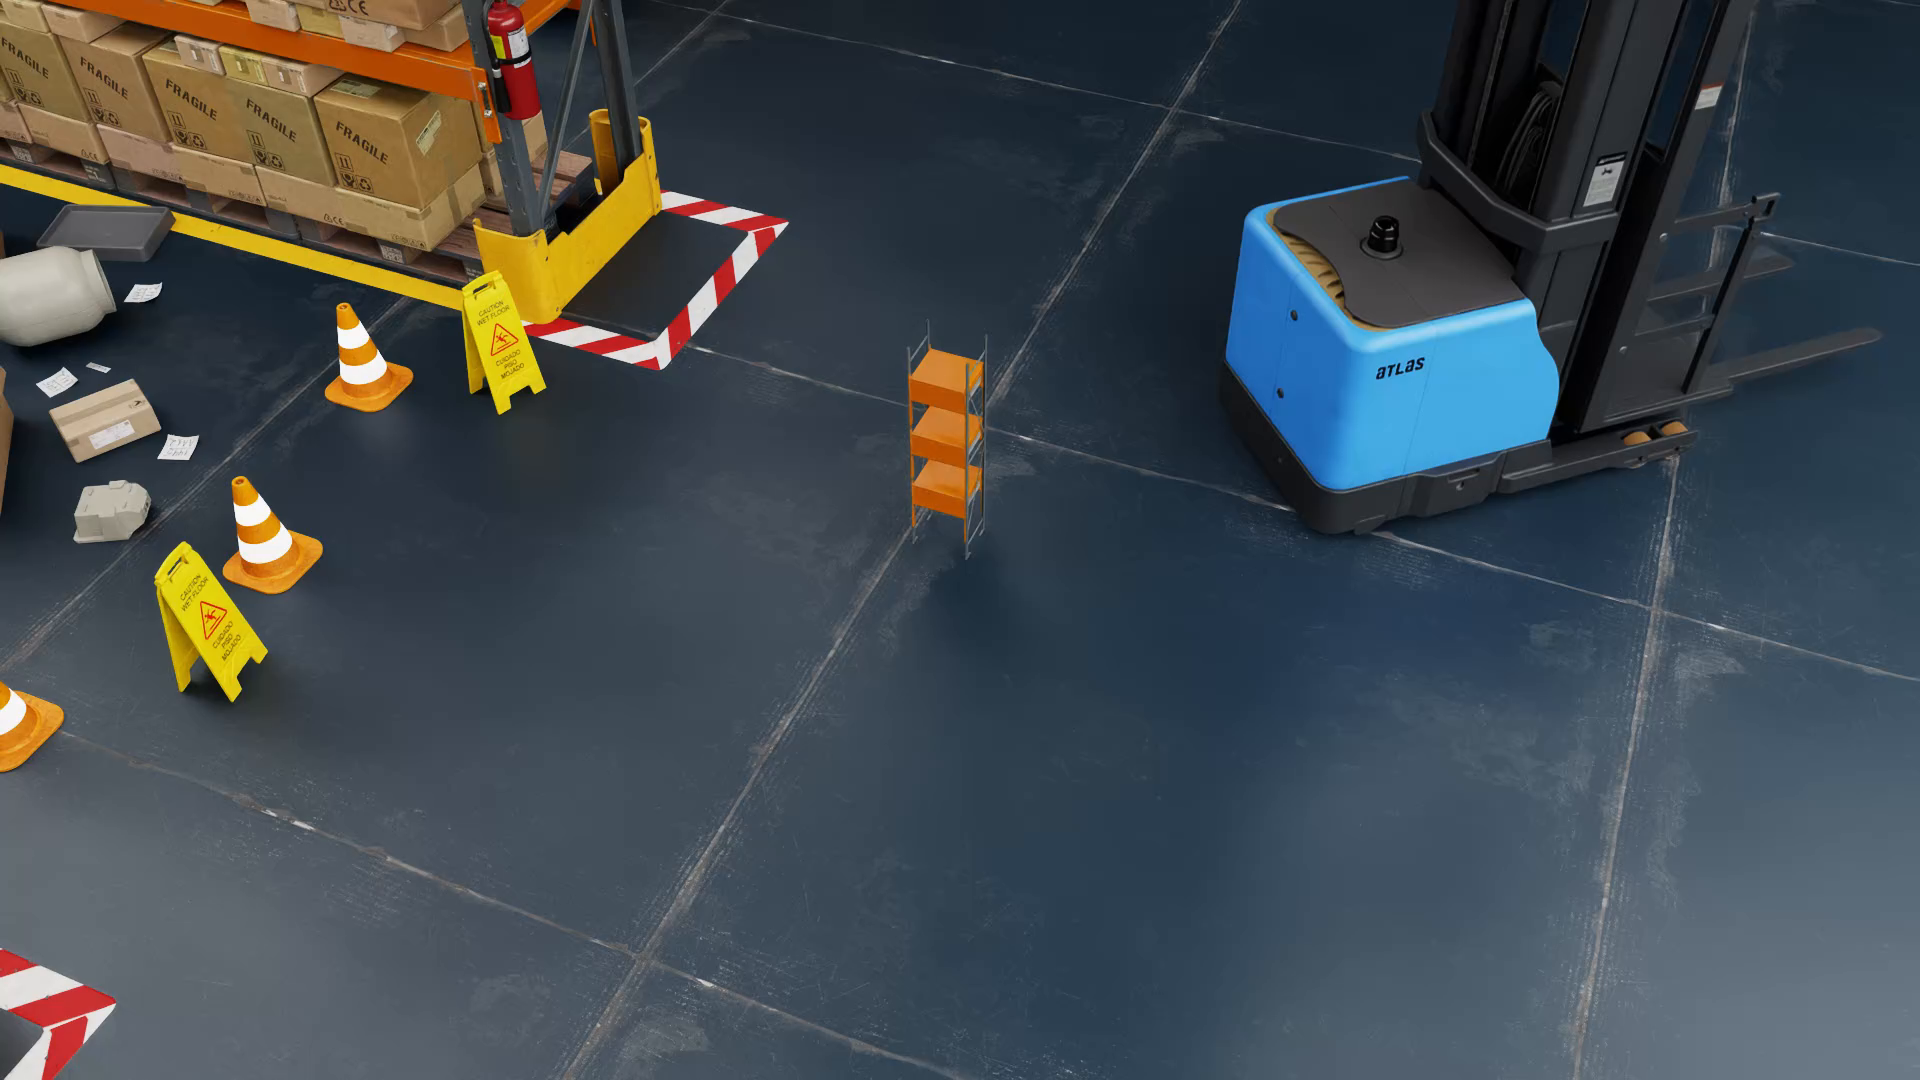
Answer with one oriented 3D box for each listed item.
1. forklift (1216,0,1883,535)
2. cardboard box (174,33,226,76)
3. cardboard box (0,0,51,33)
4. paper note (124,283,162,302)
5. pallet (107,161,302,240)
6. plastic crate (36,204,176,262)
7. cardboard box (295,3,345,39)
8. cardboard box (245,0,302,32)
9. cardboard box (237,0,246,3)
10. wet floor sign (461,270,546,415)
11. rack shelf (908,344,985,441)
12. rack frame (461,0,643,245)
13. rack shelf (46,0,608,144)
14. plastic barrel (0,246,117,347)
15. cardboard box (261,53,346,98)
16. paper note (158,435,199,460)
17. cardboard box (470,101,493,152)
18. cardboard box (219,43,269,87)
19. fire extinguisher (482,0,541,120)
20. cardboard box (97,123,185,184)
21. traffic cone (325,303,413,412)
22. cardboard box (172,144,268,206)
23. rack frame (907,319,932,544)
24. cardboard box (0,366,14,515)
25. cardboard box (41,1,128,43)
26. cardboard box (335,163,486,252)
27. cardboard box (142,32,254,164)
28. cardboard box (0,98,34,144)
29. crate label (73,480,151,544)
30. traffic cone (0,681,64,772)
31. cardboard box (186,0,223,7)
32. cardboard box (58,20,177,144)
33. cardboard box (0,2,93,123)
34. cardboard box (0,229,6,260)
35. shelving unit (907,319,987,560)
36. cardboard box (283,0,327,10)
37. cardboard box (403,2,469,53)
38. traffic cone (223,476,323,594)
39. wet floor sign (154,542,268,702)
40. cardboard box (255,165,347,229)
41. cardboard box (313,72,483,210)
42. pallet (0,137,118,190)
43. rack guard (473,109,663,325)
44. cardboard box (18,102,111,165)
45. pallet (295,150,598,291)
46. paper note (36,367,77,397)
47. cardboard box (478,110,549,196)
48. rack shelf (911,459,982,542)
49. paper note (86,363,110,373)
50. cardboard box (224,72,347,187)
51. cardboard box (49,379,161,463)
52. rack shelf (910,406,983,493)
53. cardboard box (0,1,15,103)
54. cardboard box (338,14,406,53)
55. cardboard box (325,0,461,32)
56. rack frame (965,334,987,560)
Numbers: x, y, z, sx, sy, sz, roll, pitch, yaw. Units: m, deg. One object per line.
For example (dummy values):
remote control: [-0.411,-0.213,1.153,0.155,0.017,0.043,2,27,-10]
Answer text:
forklift: [2.752,-1.696,6.715,3.031,2.935,1.130,-14,47,-14]
cardboard box: [-3.559,-2.428,8.063,0.250,0.149,0.380,18,48,18]
cardboard box: [-4.565,-2.720,8.357,0.250,0.149,0.380,18,48,17]
paper note: [-4.082,-1.239,8.313,0.148,0.019,0.142,2,45,2]
pallet: [-3.810,-2.120,9.070,1.213,0.211,1.003,16,47,16]
plastic crate: [-4.440,-1.603,8.643,0.583,0.080,0.402,2,45,2]
cardboard box: [-2.814,-2.465,7.618,0.250,0.149,0.380,16,47,15]
cardboard box: [-3.063,-2.515,7.668,0.250,0.149,0.380,17,47,17]
cardboard box: [-3.245,-2.676,7.830,0.250,0.149,0.380,17,47,16]
wet floor sign: [-2.118,-0.929,7.565,0.232,0.644,0.267,33,54,29]
rack shelf: [-0.049,-0.580,6.541,0.240,0.259,0.215,16,47,16]
rack frame: [-1.881,-2.512,7.487,0.127,3.000,1.000,16,47,16]
rack shelf: [-3.727,-2.800,8.286,4.000,0.370,1.077,16,47,16]
plastic barrel: [-4.371,-1.174,7.968,0.512,0.421,0.421,-20,48,-19]
cardboard box: [-3.086,-2.285,7.919,0.250,0.149,0.380,18,48,17]
paper note: [-3.520,-0.420,7.489,0.142,0.019,0.148,2,45,2]
cardboard box: [-2.542,-2.357,8.451,0.500,0.500,0.500,15,47,15]
cardboard box: [-3.317,-2.356,7.990,0.250,0.149,0.380,17,47,16]
fire extinguisher: [-1.953,-2.153,7.181,0.183,0.674,0.296,16,47,16]
cardboard box: [-4.145,-2.156,8.781,0.500,0.250,0.500,16,47,15]
traffic cone: [-2.775,-0.889,7.655,0.334,0.463,0.336,16,47,16]
cardboard box: [-3.691,-2.014,8.639,0.500,0.250,0.500,15,47,14]
rack frame: [-0.162,-0.420,6.767,0.008,1.050,0.200,16,47,16]
cardboard box: [-4.477,-0.456,7.190,0.637,0.503,0.797,-12,46,-12]
cardboard box: [-4.316,-2.649,8.285,0.250,0.149,0.380,19,48,18]
cardboard box: [-2.753,-1.737,8.359,0.500,0.250,0.500,16,47,16]
cardboard box: [-3.667,-2.281,8.374,0.500,0.500,0.500,15,47,15]
cardboard box: [-5.133,-2.436,9.062,0.500,0.250,0.500,14,47,14]
crate label: [-3.638,-0.132,7.125,0.298,0.136,0.250,-5,45,-5]
traffic cone: [-3.637,0.569,6.189,0.334,0.463,0.336,16,47,16]
cardboard box: [-3.516,-2.687,7.841,0.250,0.149,0.380,16,47,15]
cardboard box: [-4.156,-2.422,8.517,0.500,0.500,0.500,19,48,18]
cardboard box: [-4.634,-2.564,8.659,0.500,0.500,0.500,18,48,17]
cardboard box: [-5.108,-1.536,8.276,0.500,0.500,0.500,-20,48,-19]
shelving unit: [-0.049,-0.387,6.733,0.252,1.050,0.215,16,47,16]
cardboard box: [-2.949,-2.760,7.454,0.500,0.500,0.500,17,47,16]
cardboard box: [-2.309,-2.385,7.537,0.250,0.149,0.380,18,48,17]
traffic cone: [-2.889,-0.074,6.836,0.334,0.463,0.336,16,47,16]
wet floor sign: [-2.905,0.292,6.338,0.232,0.644,0.267,9,46,9]
cardboard box: [-3.206,-1.876,8.499,0.500,0.250,0.500,17,47,16]
cardboard box: [-2.721,-1.999,8.092,0.500,0.500,0.500,17,47,16]
pallet: [-4.940,-2.450,9.402,1.213,0.211,1.003,16,47,16]
rack guard: [-1.952,-1.646,8.389,0.348,0.500,1.175,16,47,16]
cardboard box: [-4.636,-2.298,8.924,0.500,0.250,0.500,19,48,18]
pallet: [-2.688,-1.787,8.736,1.213,0.211,1.003,16,47,16]
paper note: [-4.246,-0.744,7.823,0.142,0.019,0.148,33,54,29]
cardboard box: [-2.519,-2.085,8.709,0.500,0.250,0.500,16,47,16]
rack shelf: [-0.049,-0.182,6.937,0.240,0.259,0.215,16,47,16]
paper note: [-4.097,-0.820,7.906,0.123,0.001,0.032,16,47,16]
cardboard box: [-3.204,-2.139,8.232,0.500,0.500,0.500,18,48,17]
cardboard box: [-3.868,-0.542,7.528,0.380,0.149,0.250,-28,51,-25]
rack shelf: [-0.049,-0.379,6.741,0.240,0.259,0.215,16,47,16]
cardboard box: [-5.133,-2.702,8.798,0.500,0.500,0.500,19,48,18]
cardboard box: [-2.585,-2.381,7.534,0.250,0.149,0.380,16,47,15]
cardboard box: [-2.488,-2.621,7.314,0.500,0.500,0.500,16,47,15]
rack frame: [0.063,-0.354,6.700,0.008,1.050,0.200,16,47,16]
